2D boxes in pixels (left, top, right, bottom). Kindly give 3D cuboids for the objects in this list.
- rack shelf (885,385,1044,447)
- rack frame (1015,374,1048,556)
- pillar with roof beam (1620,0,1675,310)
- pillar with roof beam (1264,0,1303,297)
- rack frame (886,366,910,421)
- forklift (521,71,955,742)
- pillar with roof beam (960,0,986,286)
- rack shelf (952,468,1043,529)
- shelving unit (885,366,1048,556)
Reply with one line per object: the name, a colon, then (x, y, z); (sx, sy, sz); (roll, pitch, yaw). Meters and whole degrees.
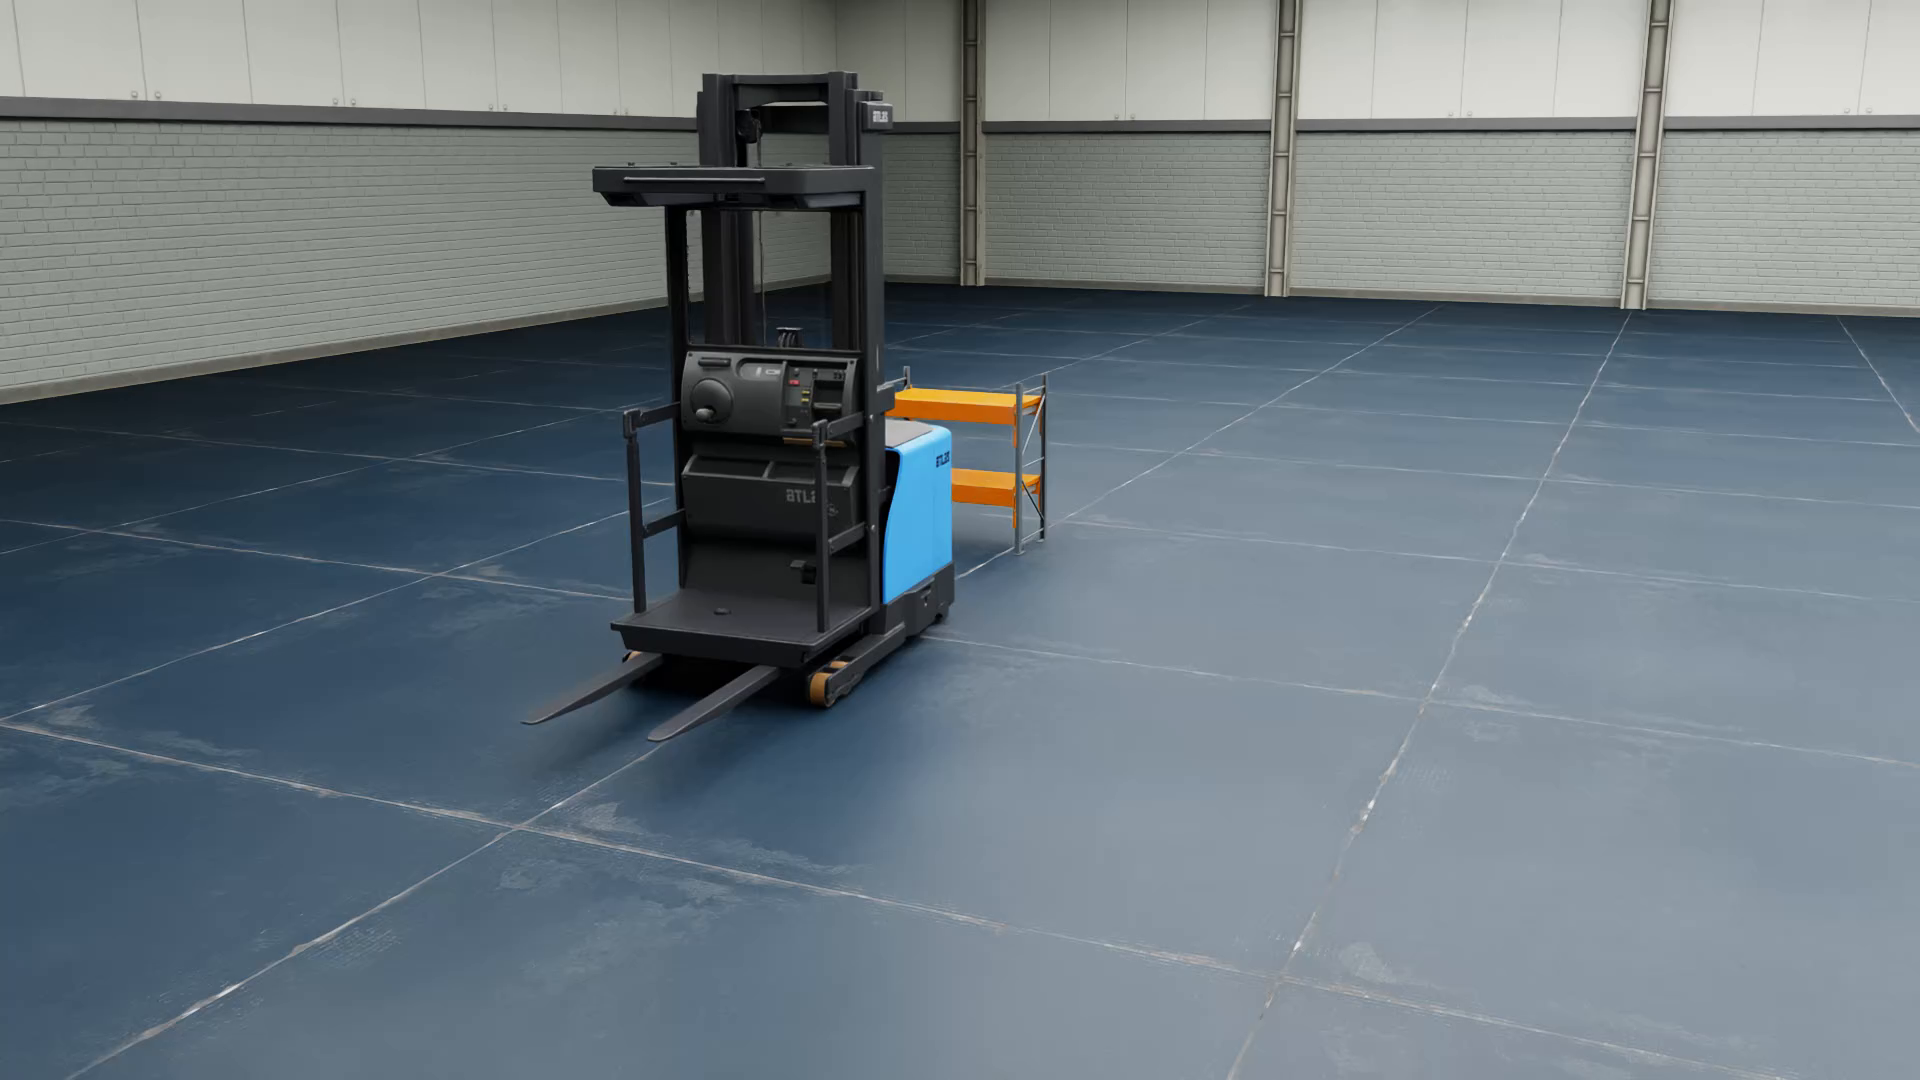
rack shelf: (0.006, -0.832, 11.057); (1.000, 0.278, 0.538); (6, 14, 23)
rack frame: (0.471, -0.500, 10.923); (0.032, 1.125, 0.500); (6, 14, 23)
pillar with roof beam: (9.476, -7.343, 22.851); (0.400, 9.000, 9.100); (6, 14, 23)
pillar with roof beam: (3.990, -7.898, 25.217); (0.400, 9.000, 9.100); (6, 14, 23)
rack frame: (-0.459, -0.594, 11.324); (0.032, 1.125, 0.500); (6, 14, 23)
forklift: (-1.017, -0.741, 7.995); (1.130, 2.935, 3.031); (5, 14, 20)
pillar with roof beam: (-1.496, -8.454, 27.583); (0.400, 9.000, 9.100); (6, 14, 23)
rack shelf: (0.006, -0.309, 11.180); (1.000, 0.278, 0.538); (6, 14, 23)
shelving unit: (0.006, -0.547, 11.124); (1.048, 1.125, 0.538); (6, 14, 23)
